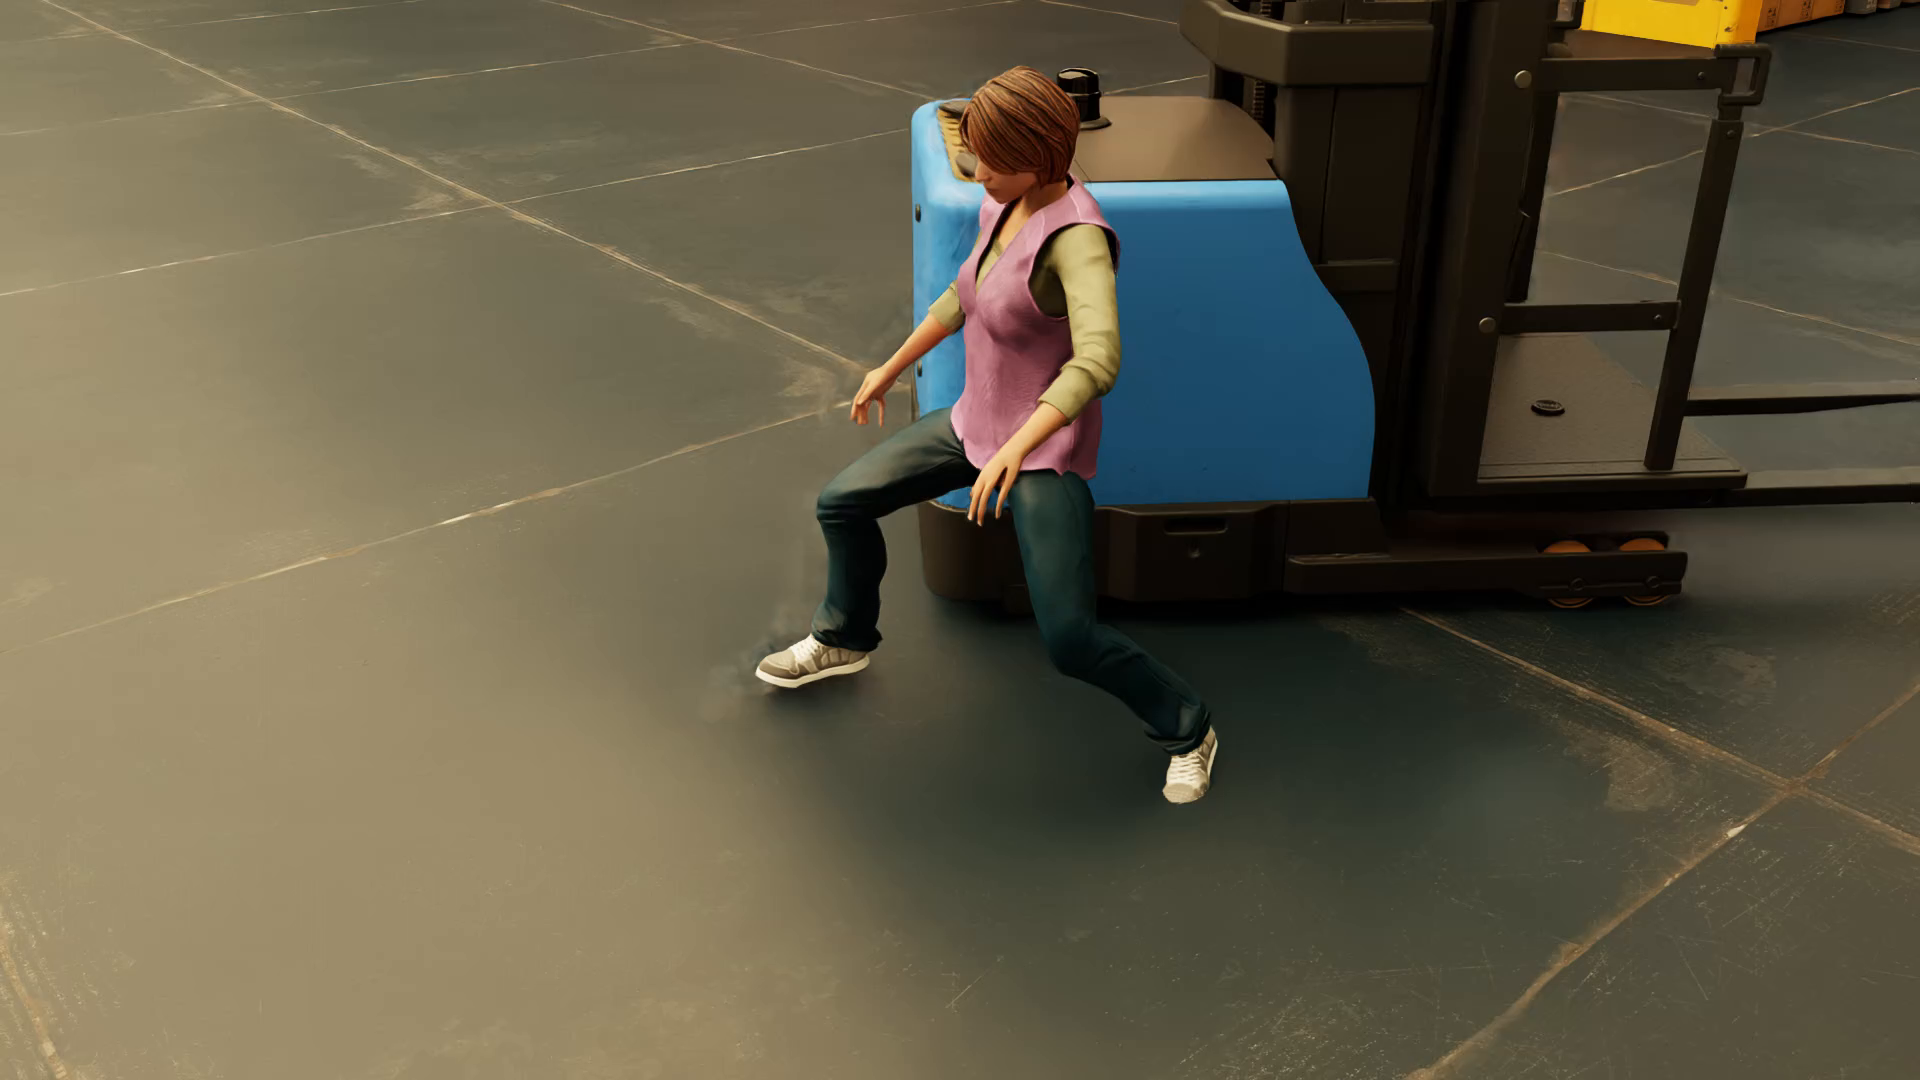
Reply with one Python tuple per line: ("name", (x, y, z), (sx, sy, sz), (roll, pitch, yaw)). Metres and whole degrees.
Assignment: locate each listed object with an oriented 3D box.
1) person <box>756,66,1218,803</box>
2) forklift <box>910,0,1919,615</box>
("person", (0.070, -0.176, 3.323), (0.825, 1.469, 0.872), (-11, 29, -22))
("forklift", (1.398, -1.376, 3.976), (3.031, 2.935, 1.130), (-2, 26, -4))
